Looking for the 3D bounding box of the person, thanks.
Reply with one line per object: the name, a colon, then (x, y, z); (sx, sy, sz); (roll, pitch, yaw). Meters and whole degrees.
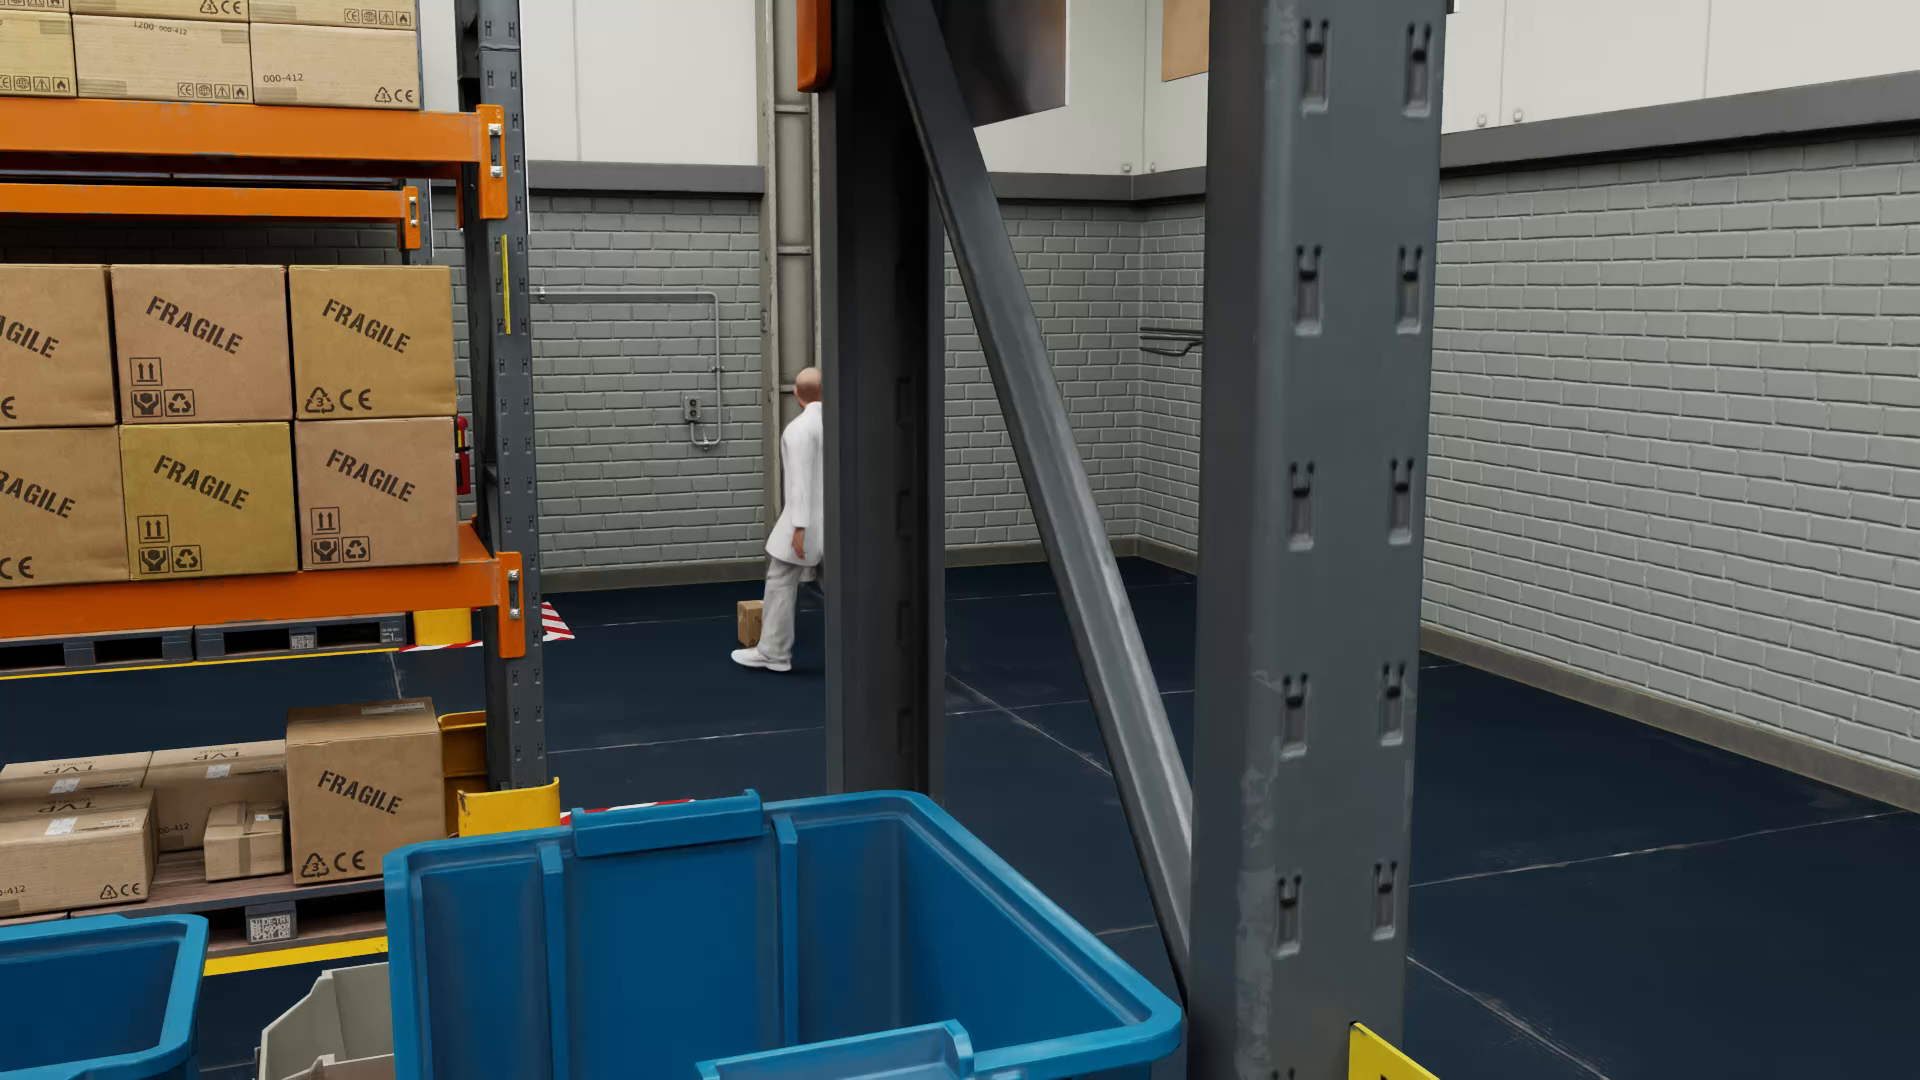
person: (-0.839, -0.116, 9.617); (0.923, 1.753, 0.628); (5, 10, 29)
